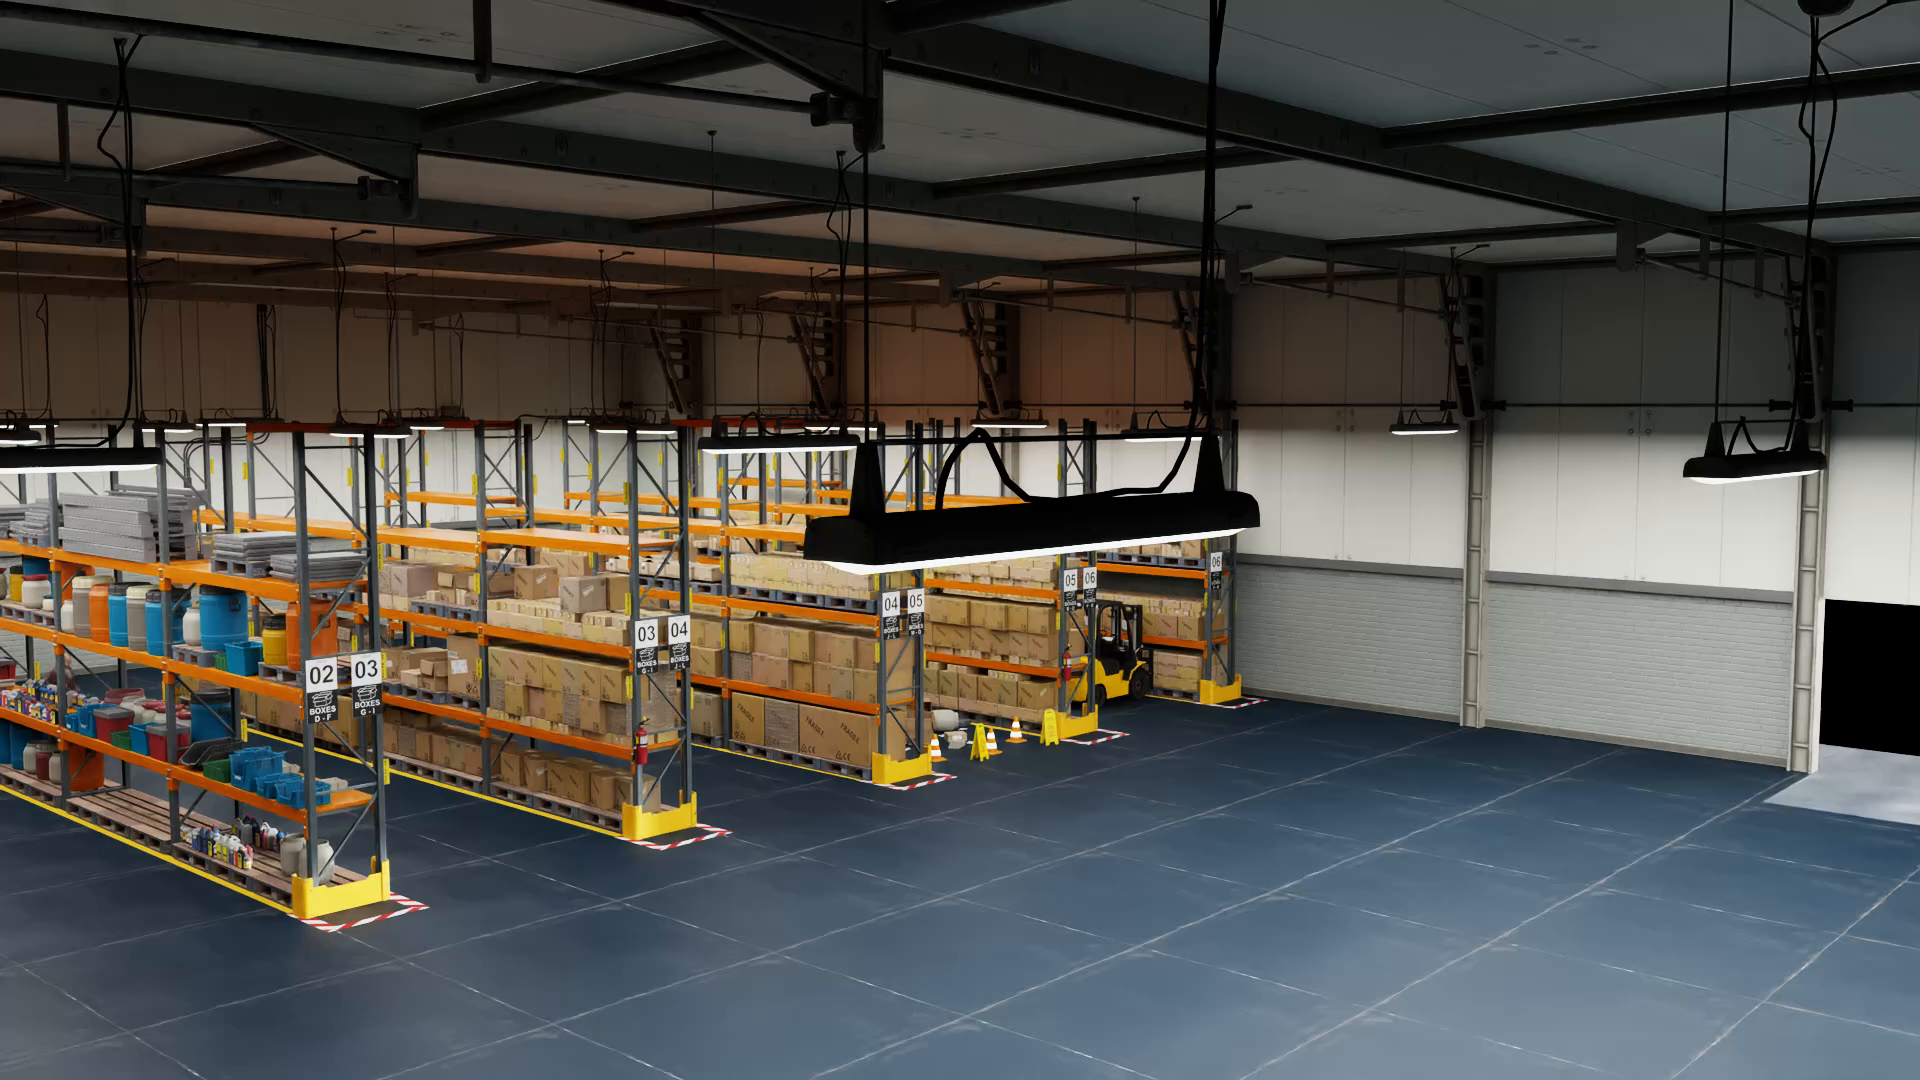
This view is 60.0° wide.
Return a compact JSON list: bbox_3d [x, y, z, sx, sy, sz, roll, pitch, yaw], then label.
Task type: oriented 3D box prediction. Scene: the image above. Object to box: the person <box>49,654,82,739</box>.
[{"bbox_3d":[-16.436,2.963,30.518,1.027,1.770,0.658,1,5,12],"label":"person"}]
